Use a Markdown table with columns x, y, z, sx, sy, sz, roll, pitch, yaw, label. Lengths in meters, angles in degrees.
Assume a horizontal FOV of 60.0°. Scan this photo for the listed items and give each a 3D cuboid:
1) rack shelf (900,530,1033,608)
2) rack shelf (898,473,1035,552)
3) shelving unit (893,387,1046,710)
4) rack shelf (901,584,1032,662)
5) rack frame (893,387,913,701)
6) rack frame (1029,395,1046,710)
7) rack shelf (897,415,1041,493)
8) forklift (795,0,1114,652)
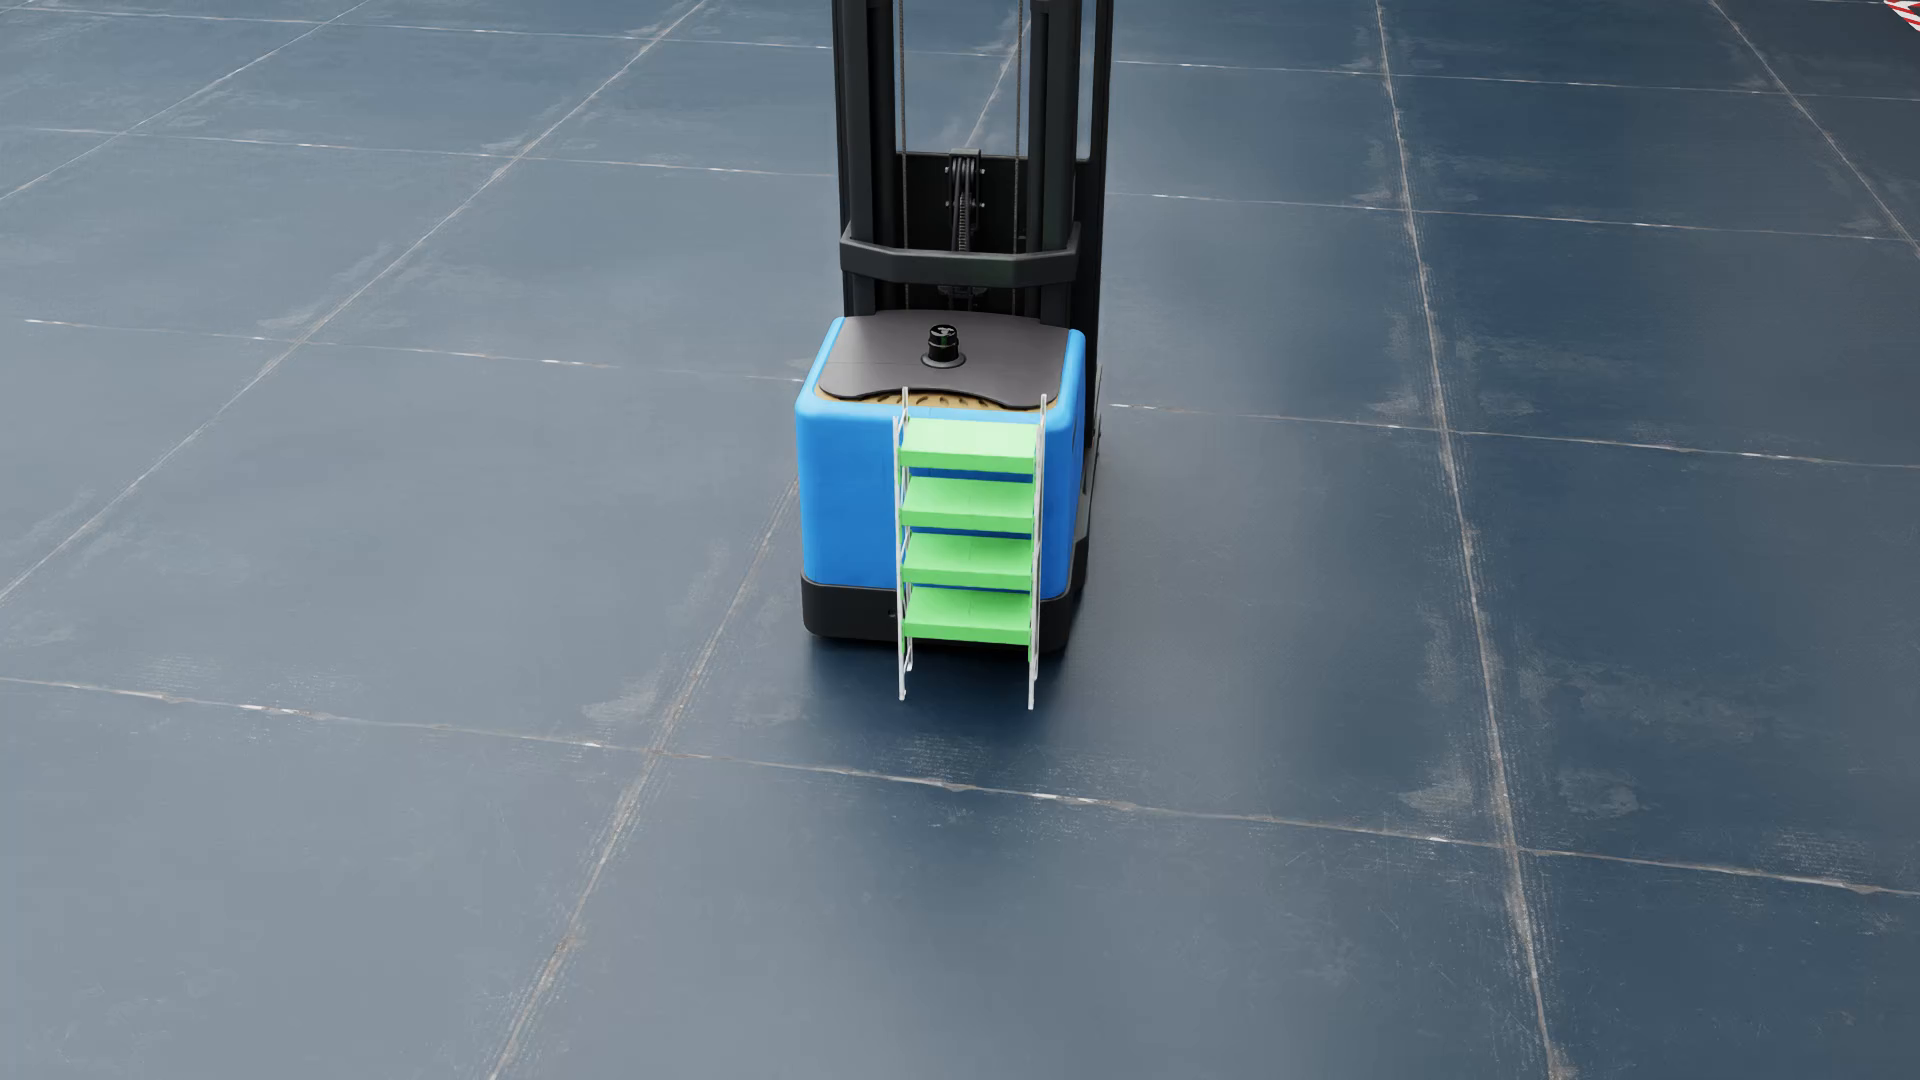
| x | y | z | sx | sy | sz | roll | pitch | yaw | label |
| --- | --- | --- | --- | --- | --- | --- | --- | --- | --- |
| 0.037 | 0.104 | 6.074 | 0.480 | 0.148 | 0.258 | 4 | 32 | 6 | rack shelf |
| 0.037 | -0.100 | 5.947 | 0.480 | 0.148 | 0.258 | 4 | 32 | 6 | rack shelf |
| 0.037 | 0.049 | 6.040 | 0.503 | 1.200 | 0.258 | 4 | 32 | 6 | shelving unit |
| 0.037 | 0.307 | 6.201 | 0.480 | 0.148 | 0.258 | 4 | 32 | 6 | rack shelf |
| -0.206 | 0.034 | 6.064 | 0.015 | 1.200 | 0.240 | 4 | 32 | 6 | rack frame |
| 0.279 | 0.065 | 6.016 | 0.015 | 1.200 | 0.240 | 4 | 32 | 6 | rack frame |
| 0.037 | -0.303 | 5.819 | 0.480 | 0.148 | 0.258 | 4 | 32 | 6 | rack shelf |
| 0.079 | -1.572 | 6.999 | 1.130 | 2.935 | 3.031 | 4 | 32 | 6 | forklift |
